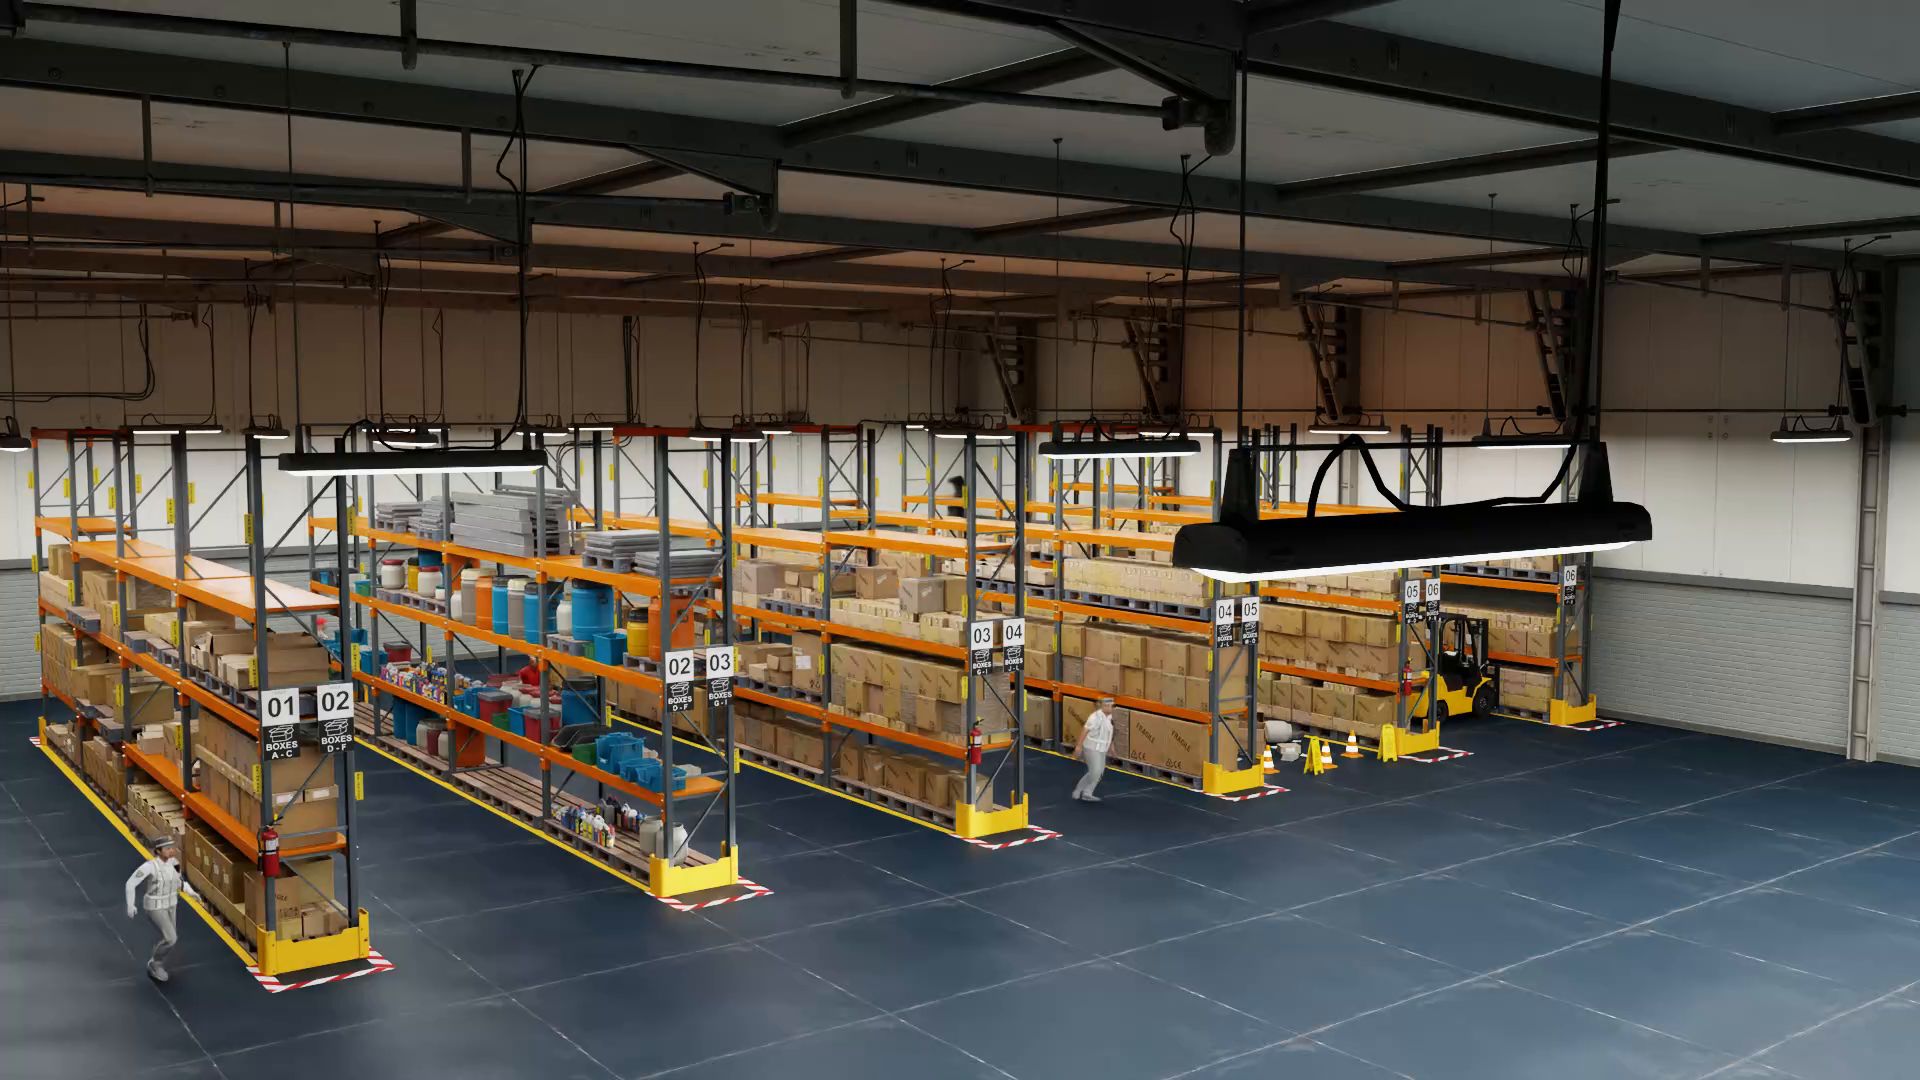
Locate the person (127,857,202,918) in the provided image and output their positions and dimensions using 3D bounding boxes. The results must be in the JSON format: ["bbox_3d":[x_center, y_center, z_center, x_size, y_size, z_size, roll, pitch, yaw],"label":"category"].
[{"bbox_3d":[-8.759,3.824,18.322,0.618,0.645,0.507,2,5,20],"label":"person"}]

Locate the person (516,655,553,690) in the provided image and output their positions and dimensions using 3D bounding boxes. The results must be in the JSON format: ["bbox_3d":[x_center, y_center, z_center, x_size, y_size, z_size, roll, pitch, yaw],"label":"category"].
[{"bbox_3d":[-8.234,3.028,32.053,0.853,1.699,0.671,1,5,13],"label":"person"}]

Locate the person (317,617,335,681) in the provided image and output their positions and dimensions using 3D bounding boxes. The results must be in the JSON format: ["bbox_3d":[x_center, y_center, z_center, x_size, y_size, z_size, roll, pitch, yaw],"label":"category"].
[{"bbox_3d":[-13.901,2.523,36.059,0.880,1.697,0.648,-4,6,-40],"label":"person"}]

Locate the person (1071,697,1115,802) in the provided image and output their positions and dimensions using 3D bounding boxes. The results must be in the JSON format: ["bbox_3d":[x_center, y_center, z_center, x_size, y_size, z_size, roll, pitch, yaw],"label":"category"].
[{"bbox_3d":[2.153,3.382,26.800,0.586,1.709,0.639,3,6,38],"label":"person"}]
